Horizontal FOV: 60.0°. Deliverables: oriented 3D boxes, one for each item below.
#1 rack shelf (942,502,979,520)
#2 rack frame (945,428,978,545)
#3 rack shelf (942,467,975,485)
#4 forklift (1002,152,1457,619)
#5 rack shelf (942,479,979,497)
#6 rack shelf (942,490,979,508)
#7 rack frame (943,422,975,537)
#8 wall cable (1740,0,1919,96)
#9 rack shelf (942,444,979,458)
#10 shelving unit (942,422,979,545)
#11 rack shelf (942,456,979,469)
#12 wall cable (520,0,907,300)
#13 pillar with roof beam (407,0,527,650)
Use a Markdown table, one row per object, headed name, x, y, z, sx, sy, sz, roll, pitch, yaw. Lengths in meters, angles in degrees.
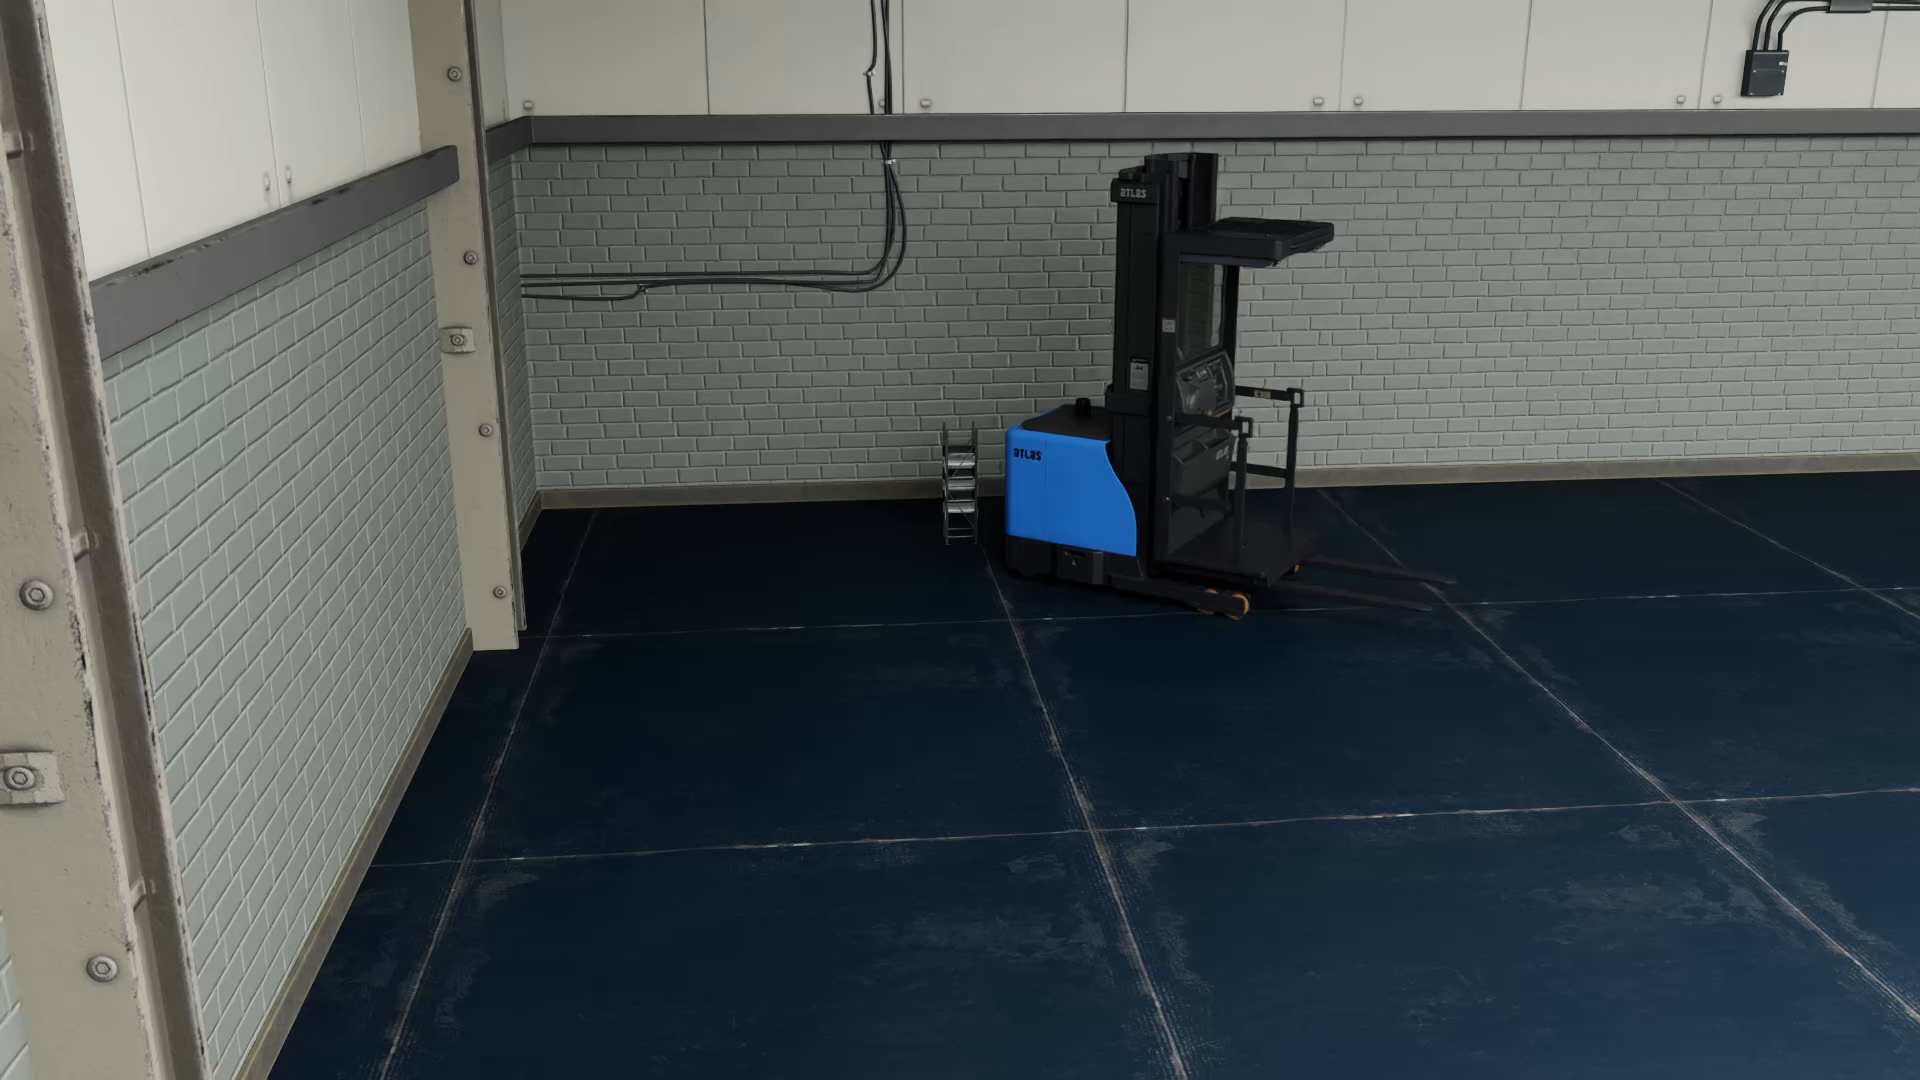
| name | x | y | z | sx | sy | sz | roll | pitch | yaw |
| --- | --- | --- | --- | --- | --- | --- | --- | --- | --- |
| rack shelf | 0.001 | -0.223 | 12.598 | 0.258 | 0.077 | 0.200 | -2 | 18 | -6 |
| rack frame | 0.011 | -0.397 | 12.438 | 0.240 | 0.900 | 0.006 | -2 | 18 | -6 |
| rack shelf | 0.001 | -0.481 | 12.518 | 0.258 | 0.077 | 0.200 | -2 | 18 | -6 |
| forklift | 1.835 | -1.055 | 11.143 | 3.031 | 2.935 | 1.130 | 10 | 20 | 29 |
| rack shelf | 0.001 | -0.395 | 12.545 | 0.258 | 0.077 | 0.200 | -2 | 18 | -6 |
| rack shelf | 0.001 | -0.309 | 12.572 | 0.258 | 0.077 | 0.200 | -2 | 18 | -6 |
| rack frame | -0.010 | -0.457 | 12.631 | 0.240 | 0.900 | 0.006 | -2 | 18 | -6 |
| wall cable | 7.491 | -6.491 | 12.651 | 2.305 | 6.003 | 0.169 | -2 | 18 | -6 |
| rack shelf | 0.001 | -0.653 | 12.464 | 0.258 | 0.077 | 0.200 | -2 | 18 | -6 |
| shelving unit | 0.001 | -0.427 | 12.535 | 0.258 | 0.900 | 0.210 | -2 | 18 | -6 |
| rack shelf | 0.001 | -0.567 | 12.491 | 0.258 | 0.077 | 0.200 | -2 | 18 | -6 |
| wall cable | -1.954 | -3.098 | 12.706 | 3.097 | 2.526 | 0.112 | -2 | 18 | -6 |
| pillar with roof beam | 1.317 | -3.794 | 9.739 | 9.100 | 9.000 | 0.400 | -2 | 18 | -6 |
